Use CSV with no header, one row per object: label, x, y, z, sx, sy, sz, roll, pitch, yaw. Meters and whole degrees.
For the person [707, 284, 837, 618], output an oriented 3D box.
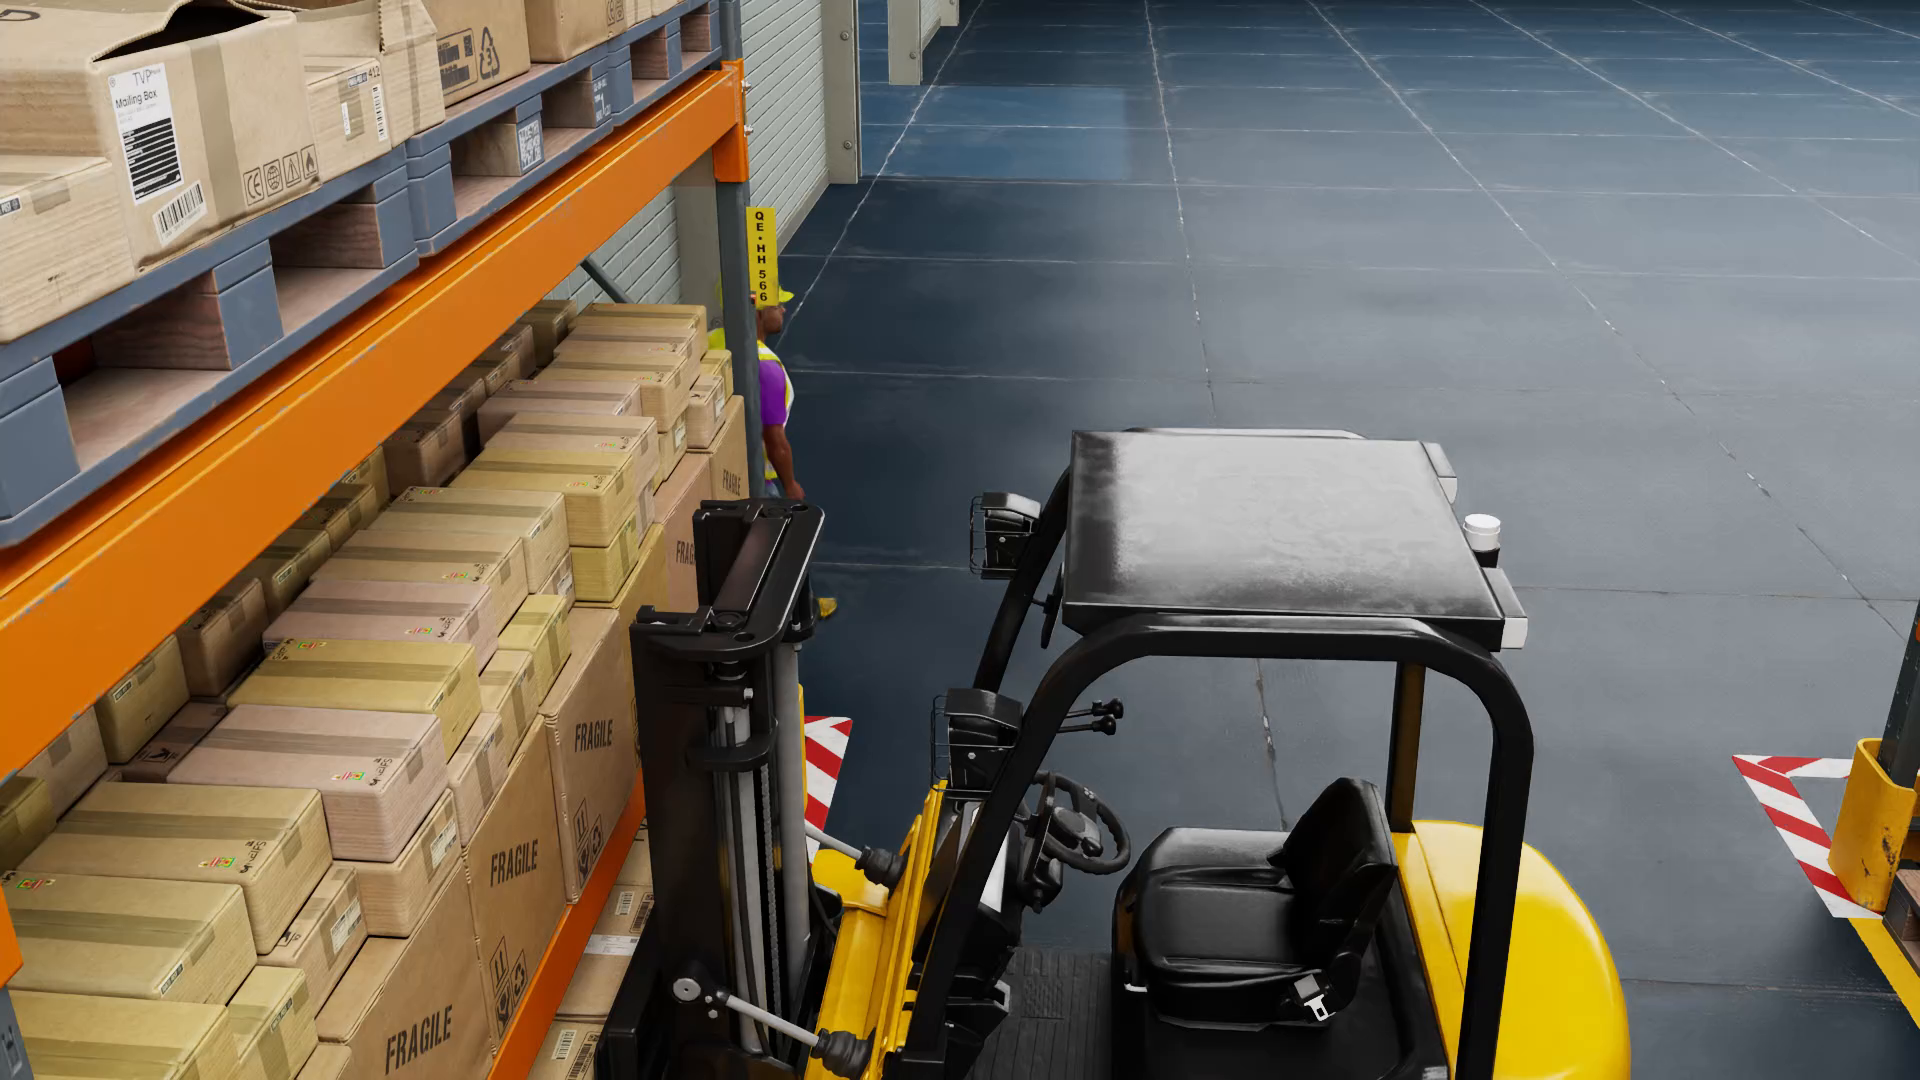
person,-0.900,-0.322,7.278,0.878,1.735,0.601,-12,27,-25
